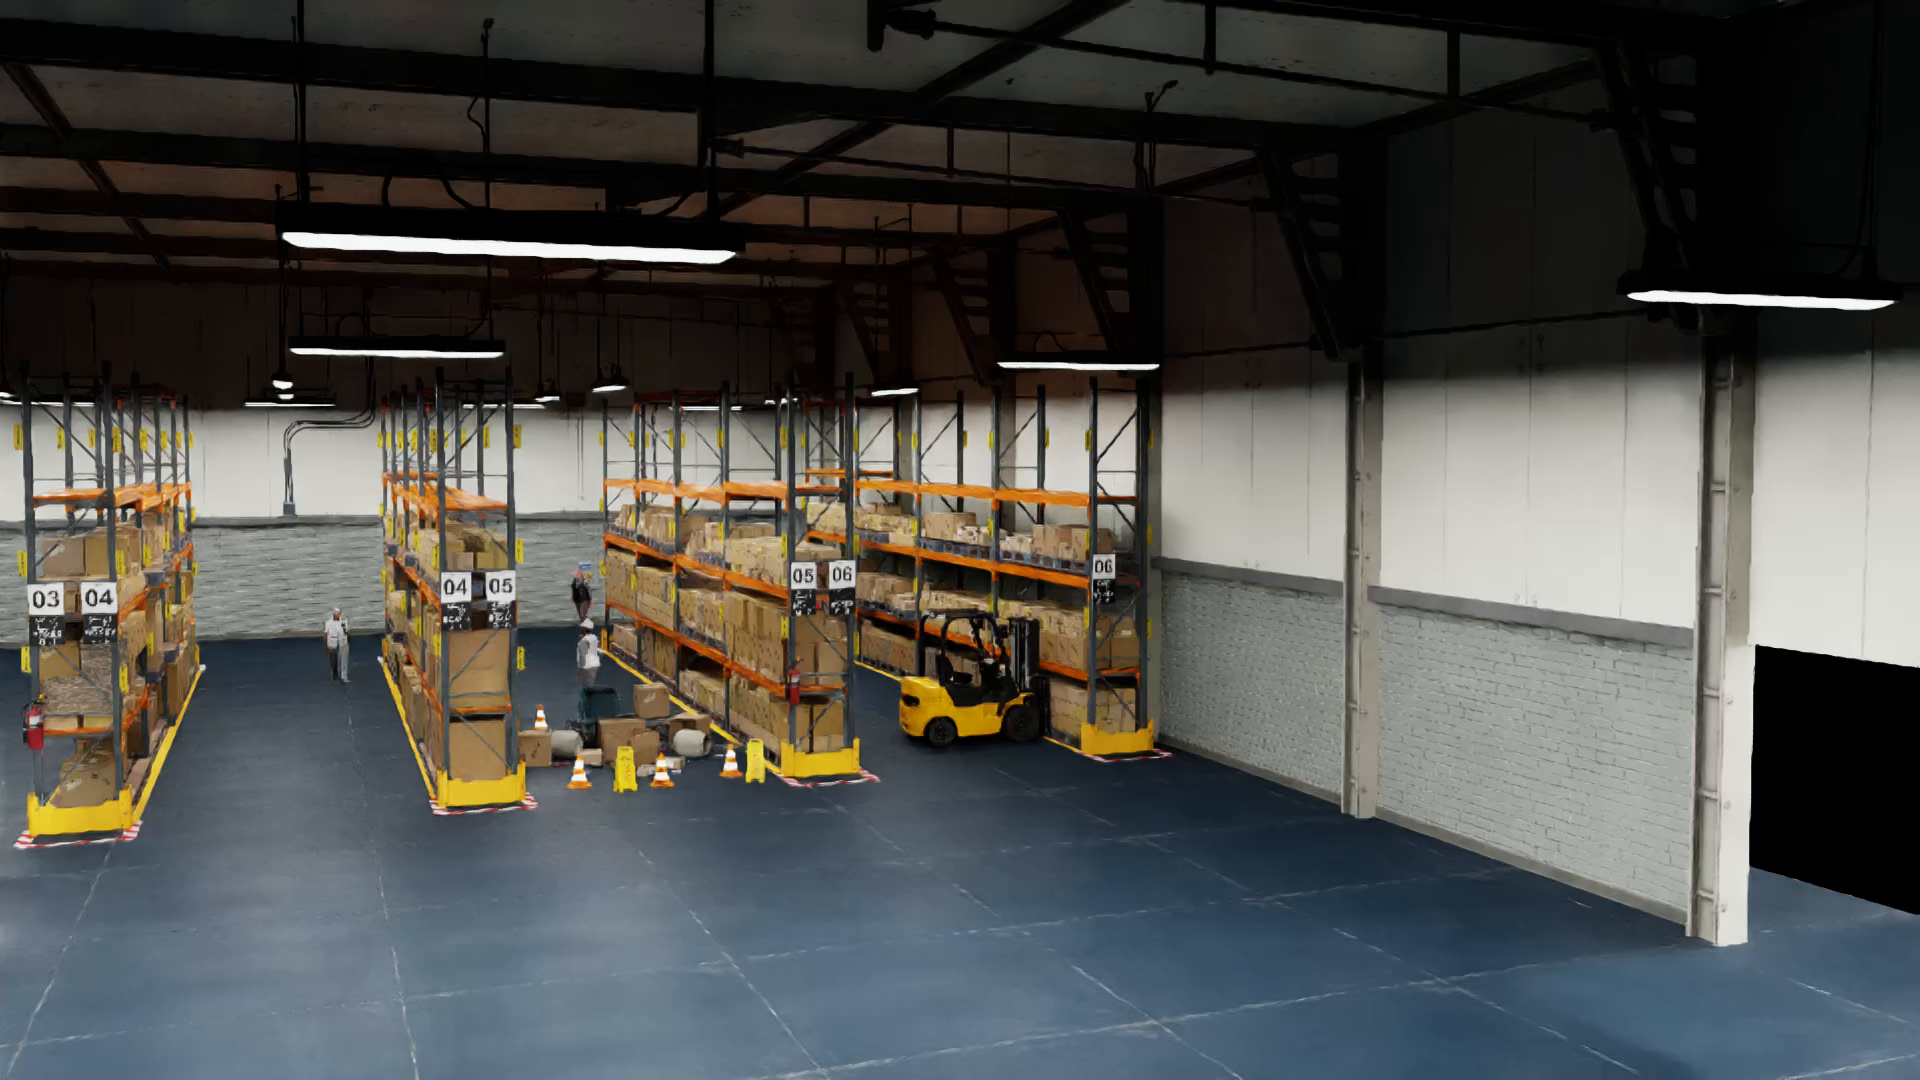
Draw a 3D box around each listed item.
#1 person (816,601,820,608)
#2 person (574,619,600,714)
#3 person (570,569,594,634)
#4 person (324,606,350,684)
[{"bbox_3d":[-2.925,2.096,33.239,0.570,1.786,0.653,0,3,7],"label":"person"},{"bbox_3d":[-6.727,2.299,29.959,0.576,1.768,0.626,0,3,7],"label":"person"},{"bbox_3d":[-9.640,1.601,42.466,0.626,1.743,0.539,2,4,32],"label":"person"},{"bbox_3d":[-12.804,2.141,34.196,0.497,1.583,1.090,-1,4,-19],"label":"person"}]
